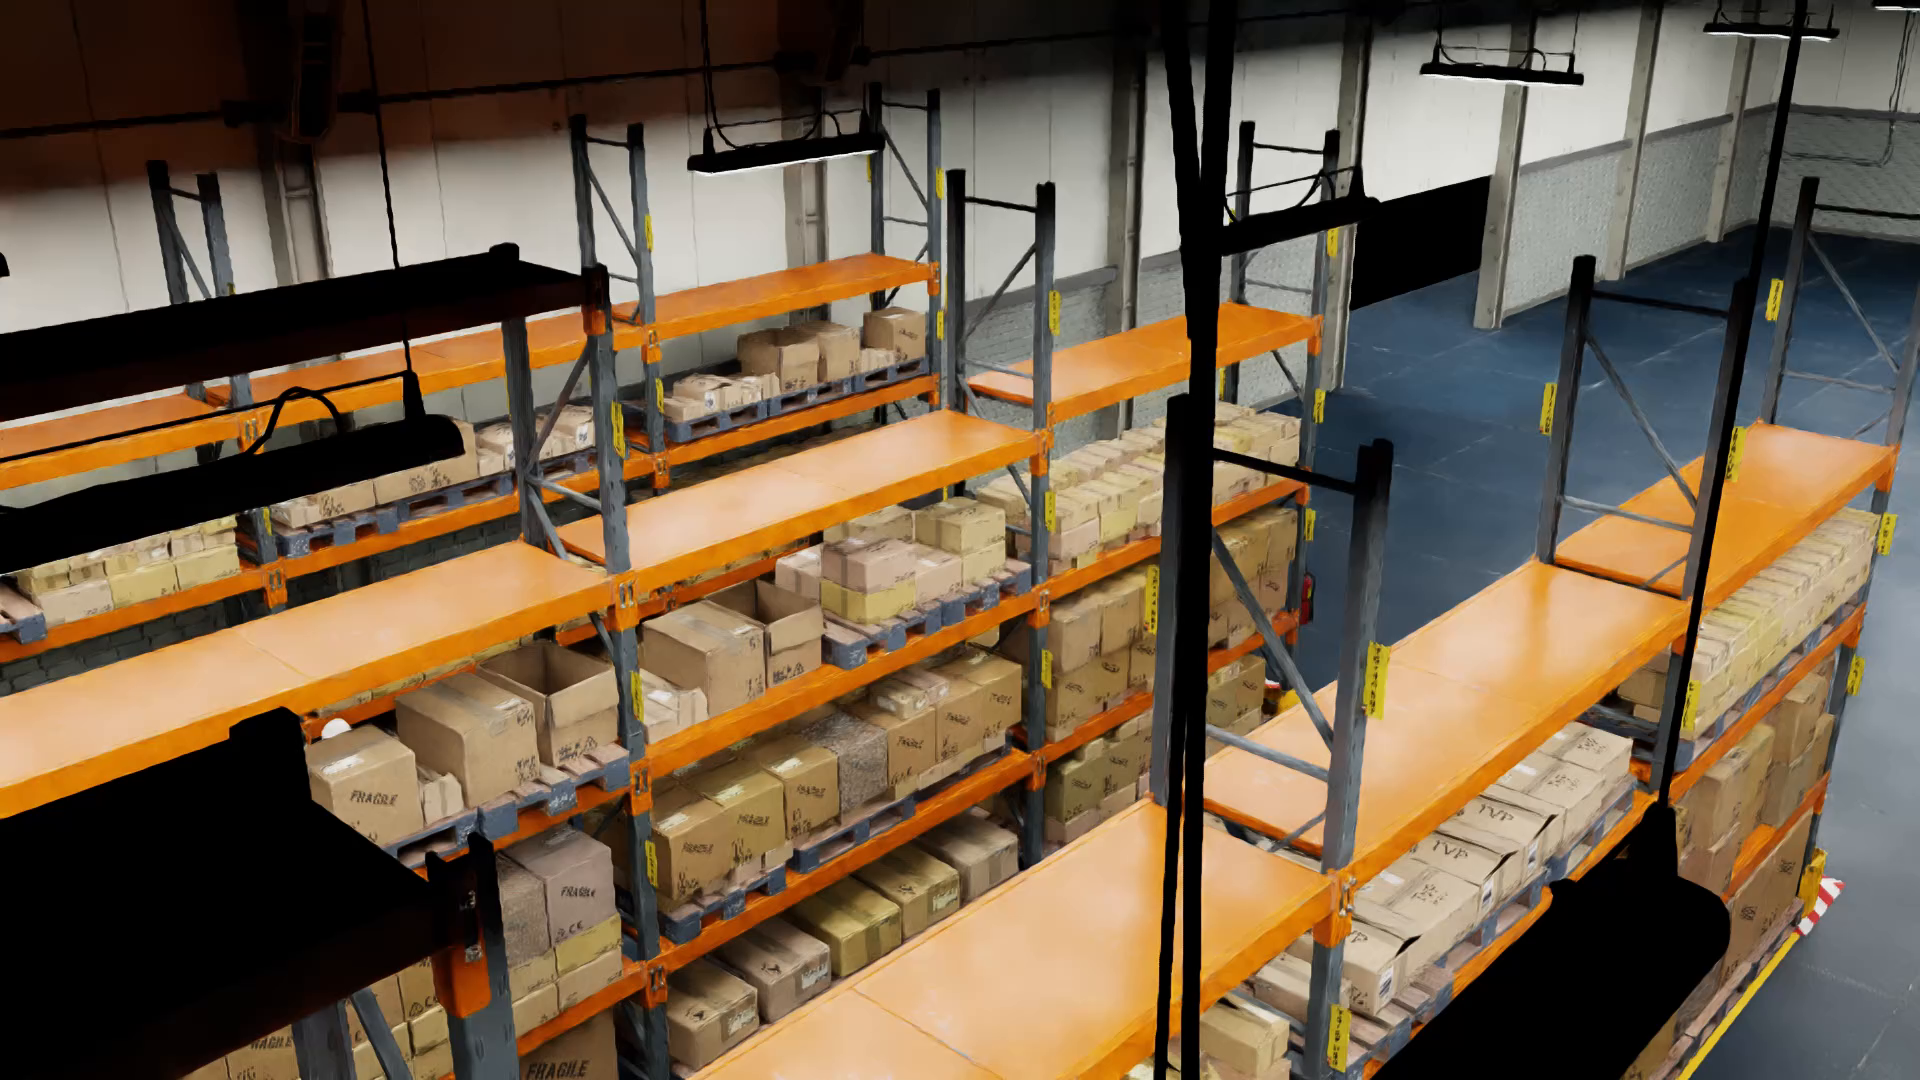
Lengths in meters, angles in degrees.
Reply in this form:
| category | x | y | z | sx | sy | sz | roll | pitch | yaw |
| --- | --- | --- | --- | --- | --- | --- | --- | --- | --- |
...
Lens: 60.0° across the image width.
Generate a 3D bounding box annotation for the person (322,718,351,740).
| category | x | y | z | sx | sy | sz | roll | pitch | yaw |
| --- | --- | --- | --- | --- | --- | --- | --- | --- | --- |
| person | -5.027 | 2.282 | 13.663 | 0.685 | 1.763 | 0.591 | -9 | 23 | -23 |
